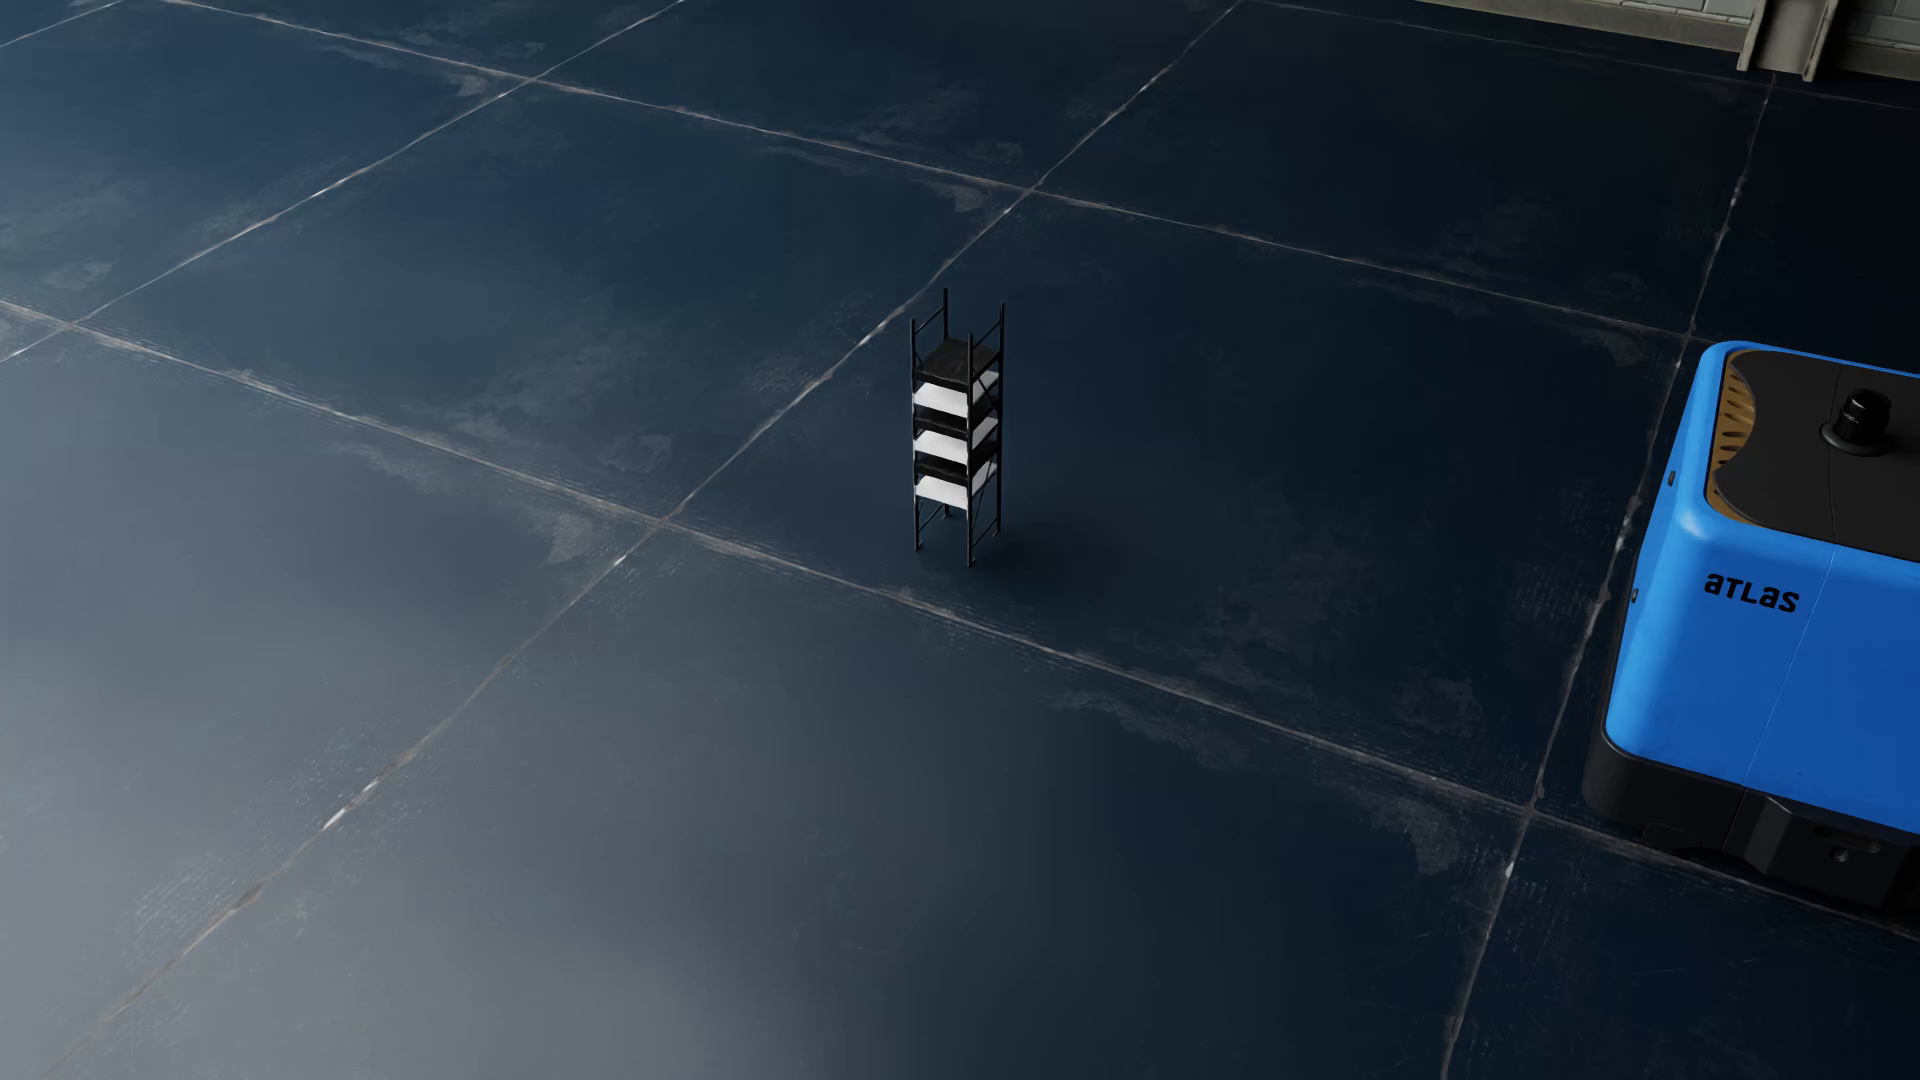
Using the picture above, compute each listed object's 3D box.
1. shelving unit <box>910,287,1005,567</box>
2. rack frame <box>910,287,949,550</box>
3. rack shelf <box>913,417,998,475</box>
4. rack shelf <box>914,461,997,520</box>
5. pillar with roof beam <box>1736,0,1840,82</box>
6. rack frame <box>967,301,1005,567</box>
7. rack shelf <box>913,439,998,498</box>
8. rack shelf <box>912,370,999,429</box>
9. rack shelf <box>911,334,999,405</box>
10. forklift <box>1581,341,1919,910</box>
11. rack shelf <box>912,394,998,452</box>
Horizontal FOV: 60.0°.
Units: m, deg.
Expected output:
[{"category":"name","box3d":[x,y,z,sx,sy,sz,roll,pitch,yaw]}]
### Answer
[{"category":"shelving unit","box3d":[-0.007,-0.361,5.481,0.210,0.900,0.258,17,41,21]},{"category":"rack frame","box3d":[-0.097,-0.389,5.518,0.006,0.900,0.240,17,41,21]},{"category":"rack shelf","box3d":[-0.007,-0.334,5.501,0.200,0.077,0.258,17,41,21]},{"category":"rack shelf","box3d":[-0.007,-0.191,5.610,0.200,0.077,0.258,17,41,21]},{"category":"pillar with roof beam","box3d":[2.545,-3.894,3.437,0.400,9.000,9.100,17,41,21]},{"category":"rack frame","box3d":[0.083,-0.332,5.444,0.006,0.900,0.240,17,41,21]},{"category":"rack shelf","box3d":[-0.007,-0.262,5.555,0.200,0.077,0.258,17,41,21]},{"category":"rack shelf","box3d":[-0.007,-0.478,5.392,0.200,0.077,0.258,17,41,21]},{"category":"rack shelf","box3d":[-0.007,-0.549,5.338,0.200,0.077,0.258,17,41,21]},{"category":"forklift","box3d":[3.314,-0.271,3.683,3.031,2.935,1.130,15,40,19]},{"category":"rack shelf","box3d":[-0.007,-0.406,5.447,0.200,0.077,0.258,17,41,21]}]
